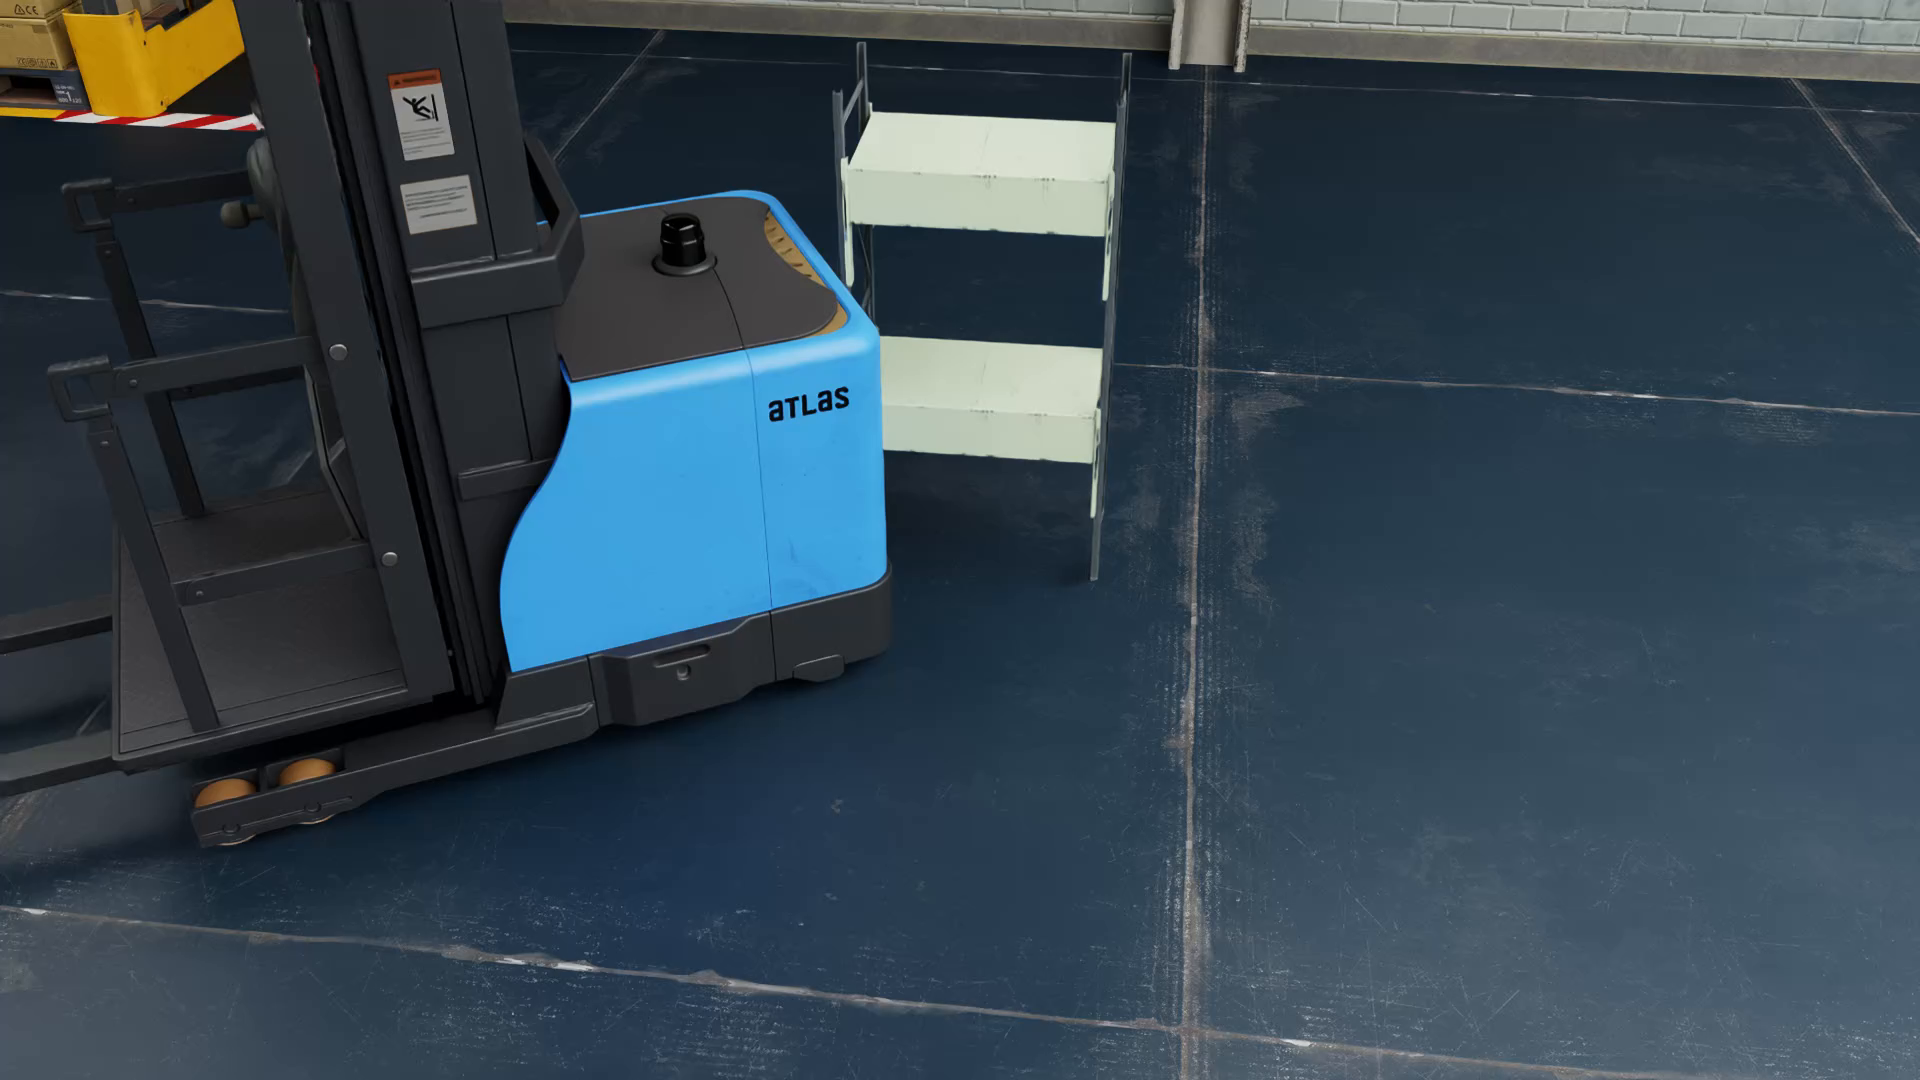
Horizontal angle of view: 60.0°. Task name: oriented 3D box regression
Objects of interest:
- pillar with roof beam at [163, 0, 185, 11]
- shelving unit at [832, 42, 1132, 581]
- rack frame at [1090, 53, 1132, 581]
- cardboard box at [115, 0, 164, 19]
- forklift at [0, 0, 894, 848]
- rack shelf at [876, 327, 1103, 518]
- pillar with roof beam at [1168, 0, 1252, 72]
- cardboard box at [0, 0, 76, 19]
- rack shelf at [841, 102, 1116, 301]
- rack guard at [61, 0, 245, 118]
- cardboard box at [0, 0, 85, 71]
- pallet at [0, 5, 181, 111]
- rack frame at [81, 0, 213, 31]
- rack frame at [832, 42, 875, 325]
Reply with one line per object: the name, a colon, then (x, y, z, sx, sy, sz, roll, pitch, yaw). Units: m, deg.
pillar with roof beam: (-5.193, -4.168, 3.344, 0.400, 9.000, 9.100, 4, 36, 6)
shelving unit: (0.068, -0.626, 4.836, 0.755, 1.500, 0.431, 4, 36, 6)
rack frame: (0.432, -0.600, 4.800, 0.023, 1.500, 0.400, 4, 36, 6)
cardboard box: (-4.531, -2.837, 8.648, 0.500, 0.250, 0.500, 4, 36, 6)
forklift: (-1.756, -0.776, 3.814, 3.031, 2.935, 1.130, -13, 38, -18)
rack shelf: (0.068, -0.361, 5.026, 0.720, 0.370, 0.431, 4, 36, 6)
pillar with roof beam: (0.758, -3.724, 2.722, 0.400, 9.000, 9.100, 4, 36, 6)
cardboard box: (-4.592, -2.747, 8.092, 0.500, 0.250, 0.500, 4, 36, 5)
rack shelf: (0.068, -0.944, 4.610, 0.720, 0.370, 0.431, 4, 36, 6)
rack guard: (-4.045, -2.617, 8.486, 0.348, 0.500, 1.175, 4, 36, 6)
cardboard box: (-4.575, -2.540, 8.233, 0.500, 0.250, 0.500, 5, 36, 6)
pallet: (-4.833, -2.533, 8.618, 1.213, 0.211, 1.003, 4, 36, 6)
rack frame: (-4.069, -3.636, 7.762, 0.127, 3.000, 1.000, 4, 36, 6)
rack frame: (-0.295, -0.652, 4.873, 0.023, 1.500, 0.400, 4, 36, 6)
